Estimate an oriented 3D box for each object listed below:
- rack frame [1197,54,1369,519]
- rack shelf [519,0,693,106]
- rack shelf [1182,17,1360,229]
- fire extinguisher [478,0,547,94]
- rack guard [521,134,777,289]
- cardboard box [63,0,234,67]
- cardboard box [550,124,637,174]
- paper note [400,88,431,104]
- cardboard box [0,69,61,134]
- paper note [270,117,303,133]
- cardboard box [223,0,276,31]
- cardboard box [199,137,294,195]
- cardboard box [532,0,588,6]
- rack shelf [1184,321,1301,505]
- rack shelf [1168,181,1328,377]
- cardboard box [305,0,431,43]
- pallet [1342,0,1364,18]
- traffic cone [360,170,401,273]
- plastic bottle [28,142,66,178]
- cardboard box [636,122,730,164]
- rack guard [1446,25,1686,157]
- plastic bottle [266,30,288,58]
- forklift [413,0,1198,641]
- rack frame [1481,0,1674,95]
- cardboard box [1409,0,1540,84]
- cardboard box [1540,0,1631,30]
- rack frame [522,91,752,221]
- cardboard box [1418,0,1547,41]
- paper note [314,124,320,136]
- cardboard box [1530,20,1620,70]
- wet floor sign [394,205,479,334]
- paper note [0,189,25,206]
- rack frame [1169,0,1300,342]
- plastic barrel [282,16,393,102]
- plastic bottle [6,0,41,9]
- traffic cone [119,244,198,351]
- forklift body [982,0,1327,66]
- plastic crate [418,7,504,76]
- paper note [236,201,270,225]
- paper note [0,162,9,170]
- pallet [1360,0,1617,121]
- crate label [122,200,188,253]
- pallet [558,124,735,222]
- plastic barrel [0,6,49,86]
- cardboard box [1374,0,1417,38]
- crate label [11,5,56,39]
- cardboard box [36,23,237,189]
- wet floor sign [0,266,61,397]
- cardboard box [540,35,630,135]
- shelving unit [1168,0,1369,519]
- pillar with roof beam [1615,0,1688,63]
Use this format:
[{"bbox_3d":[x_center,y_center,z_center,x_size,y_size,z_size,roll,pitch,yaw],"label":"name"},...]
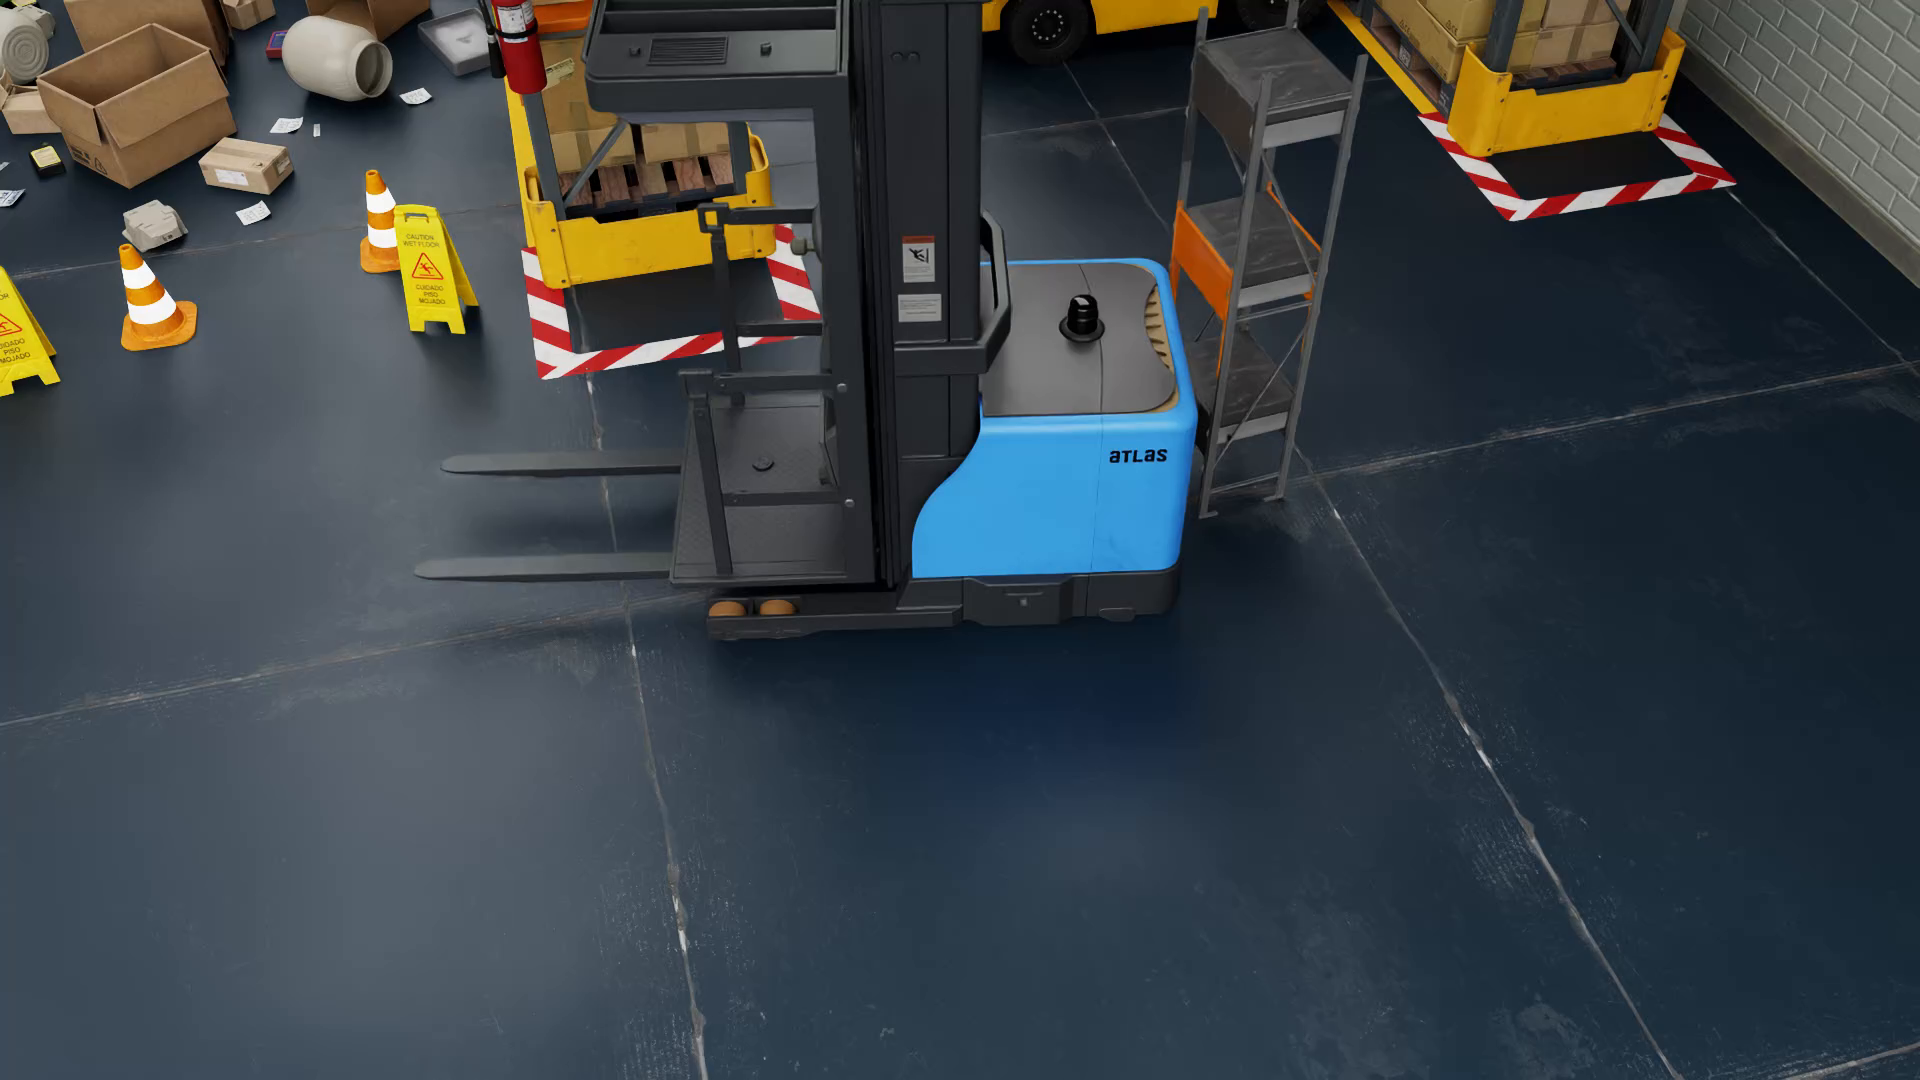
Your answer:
[{"bbox_3d":[1.205,-0.876,6.388,0.400,2.100,0.015,-14,47,-14],"label":"rack frame"},{"bbox_3d":[-2.020,-3.583,8.915,1.077,0.370,4.000,-11,47,-10],"label":"rack shelf"},{"bbox_3d":[1.123,-1.520,6.059,0.431,0.518,0.480,-14,47,-14],"label":"rack shelf"},{"bbox_3d":[-1.924,-2.263,7.173,0.296,0.674,0.183,-11,47,-10],"label":"fire extinguisher"},{"bbox_3d":[-1.527,-1.631,8.249,1.175,0.500,0.348,-11,47,-10],"label":"rack guard"},{"bbox_3d":[-4.652,-3.021,9.514,0.797,0.637,0.503,-11,47,-10],"label":"cardboard box"},{"bbox_3d":[-1.981,-2.164,8.652,0.500,0.250,0.500,-11,47,-11],"label":"cardboard box"},{"bbox_3d":[-3.094,-2.526,9.455,0.142,0.019,0.148,-26,51,-24],"label":"paper note"},{"bbox_3d":[-5.070,-2.433,9.200,0.396,0.266,0.258,-3,46,-3],"label":"cardboard box"},{"bbox_3d":[-3.746,-2.313,9.254,0.148,0.019,0.142,4,46,4],"label":"paper note"},{"bbox_3d":[-4.398,-3.303,10.052,0.396,0.266,0.258,27,51,24],"label":"cardboard box"},{"bbox_3d":[-3.796,-1.991,8.848,0.380,0.149,0.250,11,47,11],"label":"cardboard box"},{"bbox_3d":[-1.810,-2.585,7.609,0.380,0.149,0.250,-9,46,-9],"label":"cardboard box"},{"bbox_3d":[1.121,-0.540,7.059,0.431,0.518,0.480,-14,47,-14],"label":"rack shelf"},{"bbox_3d":[1.122,-1.030,6.559,0.431,0.518,0.480,-14,47,-14],"label":"rack shelf"},{"bbox_3d":[-3.573,-3.353,9.934,0.500,0.500,0.500,19,48,17],"label":"cardboard box"},{"bbox_3d":[2.745,-3.749,10.527,1.003,0.211,1.213,-11,47,-10],"label":"pallet"},{"bbox_3d":[-2.865,-1.627,8.271,0.336,0.463,0.334,-11,47,-10],"label":"traffic cone"},{"bbox_3d":[-4.937,-2.057,8.974,0.133,0.061,0.283,-26,51,-24],"label":"plastic bottle"},{"bbox_3d":[-1.447,-2.246,8.732,0.500,0.250,0.500,-11,47,-11],"label":"cardboard box"},{"bbox_3d":[3.296,-2.472,9.073,1.175,0.500,0.348,-11,47,-10],"label":"rack guard"},{"bbox_3d":[-4.014,-2.953,9.852,0.133,0.061,0.283,-3,46,-3],"label":"plastic bottle"},{"bbox_3d":[-0.657,-1.014,5.942,3.031,2.935,1.130,-2,46,-2],"label":"forklift"},{"bbox_3d":[3.290,-3.364,8.197,1.000,3.000,0.127,-11,47,-10],"label":"rack frame"},{"bbox_3d":[2.864,-2.815,9.290,0.500,0.250,0.500,-10,46,-10],"label":"cardboard box"},{"bbox_3d":[3.370,-3.086,9.206,0.500,0.250,0.500,-10,46,-10],"label":"cardboard box"},{"bbox_3d":[-1.508,-2.454,7.305,1.000,3.000,0.127,-11,47,-10],"label":"rack frame"},{"bbox_3d":[2.863,-3.002,9.124,0.500,0.250,0.500,-11,47,-11],"label":"cardboard box"},{"bbox_3d":[-3.567,-2.274,9.222,0.032,0.001,0.123,-11,47,-10],"label":"paper note"},{"bbox_3d":[3.353,-2.923,9.396,0.500,0.250,0.500,-11,47,-10],"label":"cardboard box"},{"bbox_3d":[-2.493,-1.303,7.826,0.267,0.644,0.232,4,46,4],"label":"wet floor sign"},{"bbox_3d":[-5.016,-1.803,8.748,0.144,0.017,0.142,4,46,4],"label":"paper note"},{"bbox_3d":[1.040,-1.204,6.710,0.400,2.100,0.015,-14,47,-14],"label":"rack frame"},{"bbox_3d":[-3.500,-2.701,9.351,0.512,0.421,0.421,19,48,17],"label":"plastic barrel"},{"bbox_3d":[-5.761,-3.297,10.189,0.133,0.061,0.283,-35,55,-30],"label":"plastic bottle"},{"bbox_3d":[-3.851,-1.189,7.842,0.336,0.463,0.334,-11,47,-10],"label":"traffic cone"},{"bbox_3d":[1.041,-4.042,9.456,2.313,2.155,1.214,-11,47,-10],"label":"forklift body"},{"bbox_3d":[-2.922,-2.959,9.845,0.402,0.080,0.583,-26,51,-24],"label":"plastic crate"},{"bbox_3d":[-3.674,-1.703,8.648,0.148,0.019,0.142,-26,51,-24],"label":"paper note"},{"bbox_3d":[-5.172,-2.000,8.953,0.032,0.001,0.123,11,47,11],"label":"paper note"},{"bbox_3d":[3.053,-2.908,9.703,1.003,0.211,1.213,-11,47,-10],"label":"pallet"},{"bbox_3d":[-4.112,-1.606,8.479,0.250,0.136,0.298,-35,55,-30],"label":"crate label"},{"bbox_3d":[-1.701,-2.097,8.908,1.003,0.211,1.213,-11,47,-10],"label":"pallet"},{"bbox_3d":[-5.518,-2.836,9.483,0.512,0.421,0.421,19,48,17],"label":"plastic barrel"},{"bbox_3d":[2.746,-3.160,9.628,0.500,0.250,0.500,-11,47,-10],"label":"cardboard box"},{"bbox_3d":[-5.571,-3.070,9.913,0.250,0.136,0.298,27,51,24],"label":"crate label"},{"bbox_3d":[-4.405,-2.330,8.931,0.637,0.503,0.797,27,51,24],"label":"cardboard box"},{"bbox_3d":[-4.345,-0.997,7.526,0.267,0.644,0.232,-18,48,-17],"label":"wet floor sign"},{"bbox_3d":[-1.965,-2.406,8.365,0.500,0.500,0.500,-10,46,-10],"label":"cardboard box"},{"bbox_3d":[1.122,-1.040,6.549,0.431,2.100,0.503,-14,47,-14],"label":"shelving unit"},{"bbox_3d":[-0.179,-5.322,5.916,9.100,9.000,0.400,-11,47,-10],"label":"pillar with roof beam"}]
